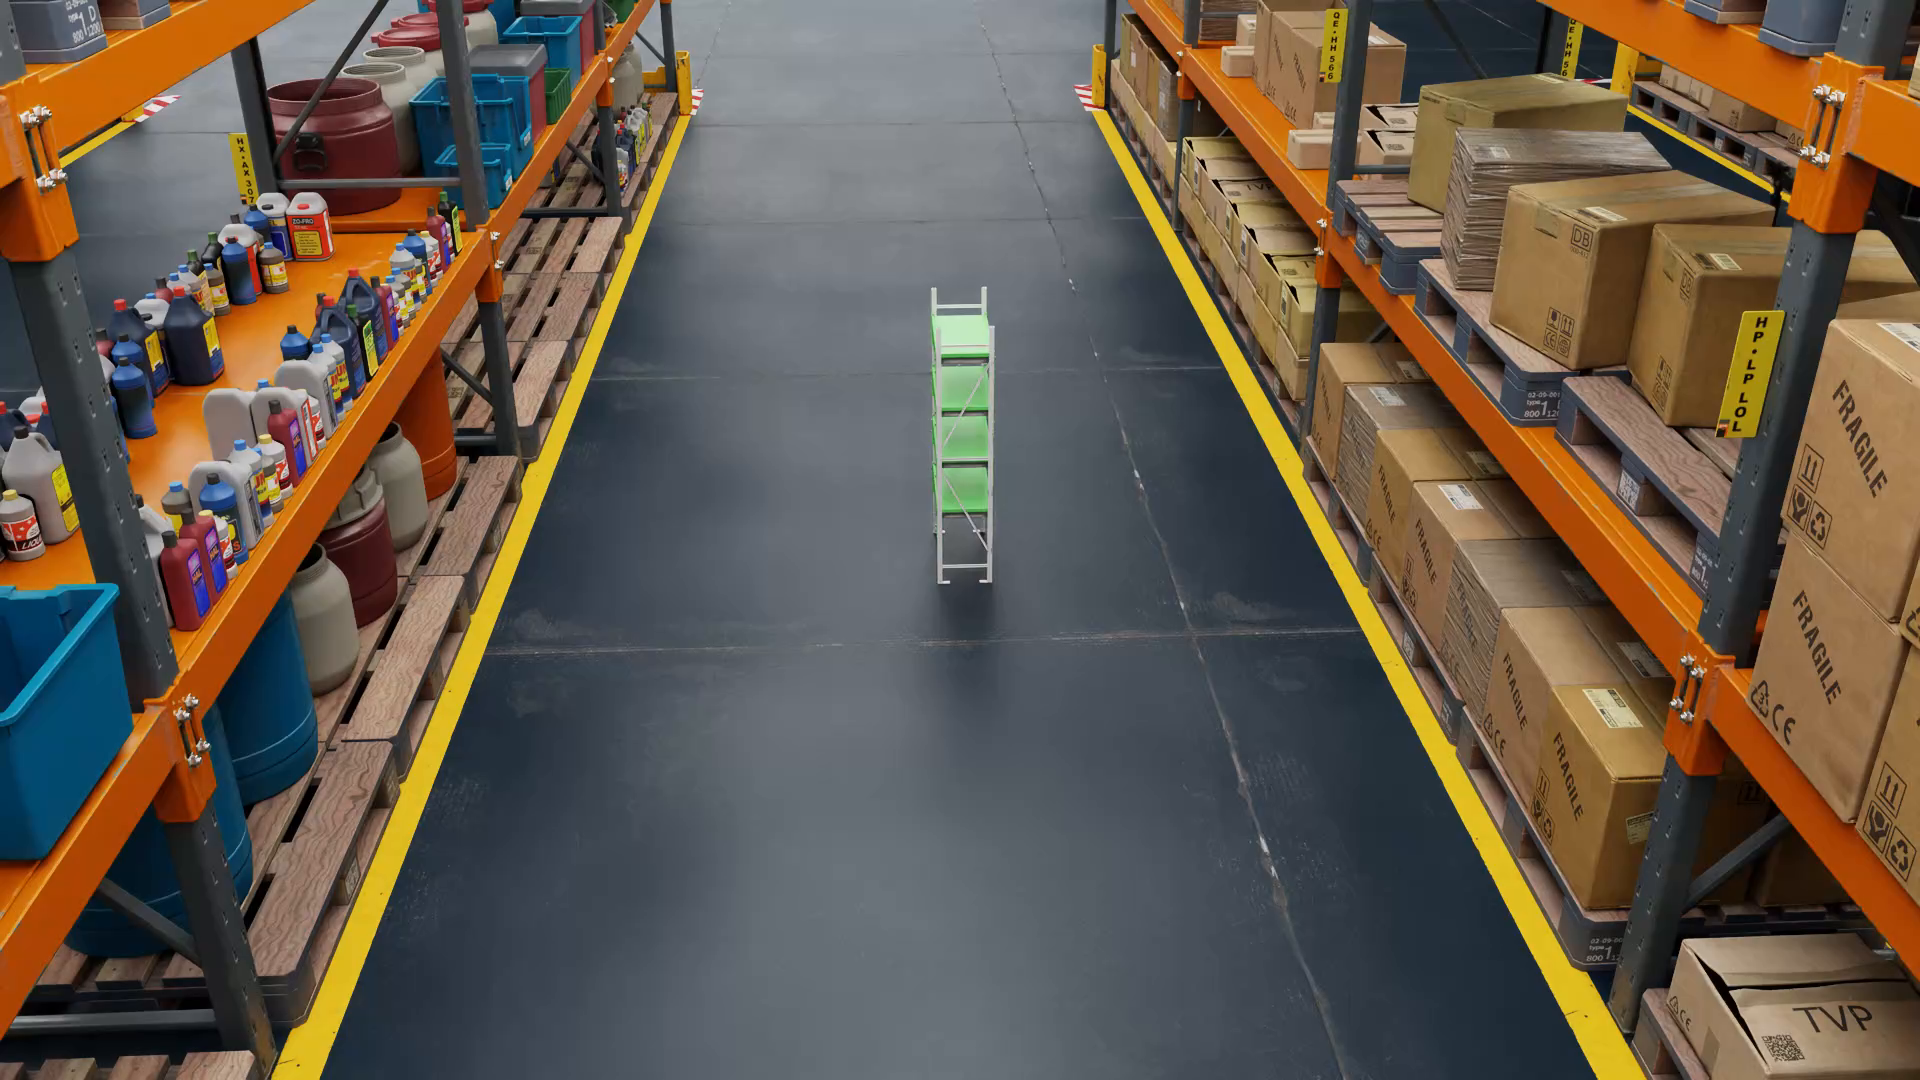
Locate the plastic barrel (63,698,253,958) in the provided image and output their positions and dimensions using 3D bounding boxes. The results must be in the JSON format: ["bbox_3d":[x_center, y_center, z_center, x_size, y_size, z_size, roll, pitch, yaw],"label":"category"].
[{"bbox_3d":[-2.497,0.711,4.958,0.600,0.901,0.708,-1,28,-3],"label":"plastic barrel"}]

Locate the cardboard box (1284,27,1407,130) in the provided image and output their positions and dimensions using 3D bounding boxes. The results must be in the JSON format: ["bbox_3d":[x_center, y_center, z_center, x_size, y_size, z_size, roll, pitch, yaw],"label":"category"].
[{"bbox_3d":[2.148,-2.565,9.317,0.500,0.500,0.500,-3,28,-5],"label":"cardboard box"}]

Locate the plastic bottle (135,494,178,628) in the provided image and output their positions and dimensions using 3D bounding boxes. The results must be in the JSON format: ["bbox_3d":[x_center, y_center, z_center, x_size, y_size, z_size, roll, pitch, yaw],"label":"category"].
[{"bbox_3d":[-2.183,0.051,4.461,0.144,0.351,0.185,-1,28,-3],"label":"plastic bottle"}]

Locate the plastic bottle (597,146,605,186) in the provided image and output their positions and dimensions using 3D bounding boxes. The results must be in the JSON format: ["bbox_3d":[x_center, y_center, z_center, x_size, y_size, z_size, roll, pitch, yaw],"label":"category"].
[{"bbox_3d":[-2.633,-2.770,12.279,0.061,0.283,0.133,-1,28,-3],"label":"plastic bottle"}]

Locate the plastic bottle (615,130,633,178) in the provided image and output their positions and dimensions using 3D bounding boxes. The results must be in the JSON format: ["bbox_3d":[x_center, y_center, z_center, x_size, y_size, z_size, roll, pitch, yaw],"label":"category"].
[{"bbox_3d":[-2.531,-2.879,12.415,0.144,0.351,0.185,-1,28,-1],"label":"plastic bottle"}]

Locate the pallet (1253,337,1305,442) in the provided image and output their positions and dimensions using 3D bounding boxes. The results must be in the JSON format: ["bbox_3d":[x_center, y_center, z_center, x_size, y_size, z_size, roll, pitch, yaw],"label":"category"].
[{"bbox_3d":[2.248,-0.891,9.230,1.003,0.211,1.213,-1,28,-3],"label":"pallet"}]

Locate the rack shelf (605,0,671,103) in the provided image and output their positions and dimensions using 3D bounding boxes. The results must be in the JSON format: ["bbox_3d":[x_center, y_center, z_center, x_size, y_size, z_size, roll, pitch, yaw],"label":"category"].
[{"bbox_3d":[-3.008,-4.080,13.108,1.077,0.370,4.000,-1,28,-3],"label":"rack shelf"}]

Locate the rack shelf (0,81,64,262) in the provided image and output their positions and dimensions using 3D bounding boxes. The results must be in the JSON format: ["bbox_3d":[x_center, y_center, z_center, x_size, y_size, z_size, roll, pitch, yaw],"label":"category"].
[{"bbox_3d":[-2.382,0.131,1.789,1.077,0.370,4.000,-1,28,-3],"label":"rack shelf"}]

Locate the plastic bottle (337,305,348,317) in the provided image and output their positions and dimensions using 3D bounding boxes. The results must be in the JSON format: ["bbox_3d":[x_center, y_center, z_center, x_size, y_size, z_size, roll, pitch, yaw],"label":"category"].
[{"bbox_3d":[-2.232,-0.724,6.021,0.061,0.283,0.133,-1,28,-3],"label":"plastic bottle"}]

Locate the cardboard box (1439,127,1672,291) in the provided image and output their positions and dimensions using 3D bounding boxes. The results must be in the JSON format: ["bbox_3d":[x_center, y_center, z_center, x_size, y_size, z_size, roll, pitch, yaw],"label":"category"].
[{"bbox_3d":[2.254,-1.262,6.364,0.700,0.500,0.500,4,28,7],"label":"cardboard box"}]

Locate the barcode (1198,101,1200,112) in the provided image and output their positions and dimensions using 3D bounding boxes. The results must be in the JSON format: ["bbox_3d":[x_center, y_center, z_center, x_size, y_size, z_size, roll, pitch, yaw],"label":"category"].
[{"bbox_3d":[1.641,-2.978,11.406,0.001,0.075,0.075,-1,28,-3],"label":"barcode"}]

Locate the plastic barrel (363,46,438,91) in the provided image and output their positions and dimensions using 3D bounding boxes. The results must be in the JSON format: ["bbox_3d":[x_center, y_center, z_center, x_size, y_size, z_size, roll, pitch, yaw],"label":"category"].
[{"bbox_3d":[-2.984,-2.343,8.877,0.421,0.512,0.421,0,28,0],"label":"plastic barrel"}]

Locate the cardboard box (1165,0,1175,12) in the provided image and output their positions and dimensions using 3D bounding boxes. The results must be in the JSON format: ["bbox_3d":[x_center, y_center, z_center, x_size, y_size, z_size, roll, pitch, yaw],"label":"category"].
[{"bbox_3d":[1.957,-4.318,12.677,0.700,0.500,0.500,-1,28,-2],"label":"cardboard box"}]

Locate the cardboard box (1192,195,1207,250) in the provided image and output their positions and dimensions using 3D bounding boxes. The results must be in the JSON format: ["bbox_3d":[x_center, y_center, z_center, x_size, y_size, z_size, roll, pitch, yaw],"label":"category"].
[{"bbox_3d":[1.842,-2.132,11.114,0.500,0.250,0.500,-1,28,-1],"label":"cardboard box"}]

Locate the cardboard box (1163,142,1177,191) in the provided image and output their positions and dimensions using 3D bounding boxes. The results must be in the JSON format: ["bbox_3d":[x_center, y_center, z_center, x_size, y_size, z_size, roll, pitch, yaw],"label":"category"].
[{"bbox_3d":[1.801,-2.770,12.336,0.500,0.250,0.500,-1,28,-3],"label":"cardboard box"}]

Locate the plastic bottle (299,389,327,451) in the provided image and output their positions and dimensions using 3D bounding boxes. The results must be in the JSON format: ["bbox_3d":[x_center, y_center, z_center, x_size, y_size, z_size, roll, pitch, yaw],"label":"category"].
[{"bbox_3d":[-2.157,-0.398,5.484,0.097,0.201,0.097,0,28,0],"label":"plastic bottle"}]

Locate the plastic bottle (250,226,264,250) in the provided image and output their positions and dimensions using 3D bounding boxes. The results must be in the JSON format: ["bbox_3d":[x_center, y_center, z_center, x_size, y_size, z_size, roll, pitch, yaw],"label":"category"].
[{"bbox_3d":[-3.011,-1.234,7.087,0.097,0.201,0.097,0,28,0],"label":"plastic bottle"}]

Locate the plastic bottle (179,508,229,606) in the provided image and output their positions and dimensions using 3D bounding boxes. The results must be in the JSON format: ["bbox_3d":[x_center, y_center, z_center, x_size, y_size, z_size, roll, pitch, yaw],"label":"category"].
[{"bbox_3d":[-2.086,0.029,4.577,0.061,0.283,0.133,-1,28,-3],"label":"plastic bottle"}]

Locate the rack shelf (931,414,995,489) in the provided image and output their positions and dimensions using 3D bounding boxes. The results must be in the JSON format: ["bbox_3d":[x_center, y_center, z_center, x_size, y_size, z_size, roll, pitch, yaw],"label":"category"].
[{"bbox_3d":[0.009,-0.399,7.356,0.258,0.148,0.480,-1,28,-3],"label":"rack shelf"}]

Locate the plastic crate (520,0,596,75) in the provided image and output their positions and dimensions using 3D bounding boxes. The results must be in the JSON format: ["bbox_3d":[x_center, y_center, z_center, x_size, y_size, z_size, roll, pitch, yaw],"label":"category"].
[{"bbox_3d":[-2.573,-3.288,10.741,0.402,0.464,0.583,-1,28,-3],"label":"plastic crate"}]

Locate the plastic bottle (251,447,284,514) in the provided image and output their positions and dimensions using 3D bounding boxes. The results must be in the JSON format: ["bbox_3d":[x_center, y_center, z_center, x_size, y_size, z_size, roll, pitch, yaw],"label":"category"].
[{"bbox_3d":[-2.133,-0.184,5.075,0.097,0.201,0.097,0,28,0],"label":"plastic bottle"}]

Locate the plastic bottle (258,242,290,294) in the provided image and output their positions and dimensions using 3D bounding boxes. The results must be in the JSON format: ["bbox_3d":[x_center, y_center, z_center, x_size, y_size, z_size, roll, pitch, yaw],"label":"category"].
[{"bbox_3d":[-2.847,-1.131,6.889,0.097,0.201,0.097,0,28,0],"label":"plastic bottle"}]

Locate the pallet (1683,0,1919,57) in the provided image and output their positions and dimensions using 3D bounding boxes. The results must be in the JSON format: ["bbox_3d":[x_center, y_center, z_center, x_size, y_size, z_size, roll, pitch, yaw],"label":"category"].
[{"bbox_3d":[2.497,-1.449,4.244,1.213,0.211,1.003,-1,28,-3],"label":"pallet"}]

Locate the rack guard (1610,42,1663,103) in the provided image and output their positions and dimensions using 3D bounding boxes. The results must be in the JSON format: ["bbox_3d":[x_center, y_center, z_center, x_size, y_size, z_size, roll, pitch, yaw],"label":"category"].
[{"bbox_3d":[6.785,-4.419,15.682,1.175,0.500,0.348,-1,28,-3],"label":"rack guard"}]

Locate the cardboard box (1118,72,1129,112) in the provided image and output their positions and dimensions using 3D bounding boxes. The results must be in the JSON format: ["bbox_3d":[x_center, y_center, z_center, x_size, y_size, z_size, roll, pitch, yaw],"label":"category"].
[{"bbox_3d":[1.670,-3.924,14.549,0.500,0.250,0.500,-1,28,-3],"label":"cardboard box"}]

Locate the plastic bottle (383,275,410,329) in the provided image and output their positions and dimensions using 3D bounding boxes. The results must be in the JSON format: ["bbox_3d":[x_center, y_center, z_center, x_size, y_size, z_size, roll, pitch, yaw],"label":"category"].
[{"bbox_3d":[-2.217,-0.934,6.512,0.097,0.201,0.097,0,28,0],"label":"plastic bottle"}]

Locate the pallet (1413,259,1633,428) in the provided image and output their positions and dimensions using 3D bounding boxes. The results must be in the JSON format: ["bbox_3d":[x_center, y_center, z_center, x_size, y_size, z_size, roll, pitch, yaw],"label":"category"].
[{"bbox_3d":[2.358,-0.763,6.178,1.003,0.211,1.213,-1,28,-3],"label":"pallet"}]

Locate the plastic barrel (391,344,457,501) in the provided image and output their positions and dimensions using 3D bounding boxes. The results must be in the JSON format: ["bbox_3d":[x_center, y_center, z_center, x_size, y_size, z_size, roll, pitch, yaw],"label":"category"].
[{"bbox_3d":[-2.652,-0.627,7.601,0.600,0.830,0.708,-1,28,-3],"label":"plastic barrel"}]

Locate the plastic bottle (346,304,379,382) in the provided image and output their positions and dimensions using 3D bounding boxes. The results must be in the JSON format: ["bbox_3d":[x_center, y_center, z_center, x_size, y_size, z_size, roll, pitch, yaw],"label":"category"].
[{"bbox_3d":[-2.171,-0.726,6.024,0.061,0.283,0.133,-1,28,-3],"label":"plastic bottle"}]

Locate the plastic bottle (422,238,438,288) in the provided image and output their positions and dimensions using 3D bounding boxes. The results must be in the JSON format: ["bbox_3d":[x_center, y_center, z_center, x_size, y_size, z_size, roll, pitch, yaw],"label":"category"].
[{"bbox_3d":[-2.243,-1.159,6.943,0.097,0.201,0.097,0,28,0],"label":"plastic bottle"}]

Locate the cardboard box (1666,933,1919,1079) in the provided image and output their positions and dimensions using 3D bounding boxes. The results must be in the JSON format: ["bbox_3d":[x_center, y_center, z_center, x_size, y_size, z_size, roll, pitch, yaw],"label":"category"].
[{"bbox_3d":[2.267,1.297,4.451,0.500,0.311,0.500,-1,28,-3],"label":"cardboard box"}]

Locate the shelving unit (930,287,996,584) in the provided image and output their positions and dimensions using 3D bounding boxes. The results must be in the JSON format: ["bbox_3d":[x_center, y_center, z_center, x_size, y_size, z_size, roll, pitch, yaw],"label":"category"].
[{"bbox_3d":[0.009,-0.456,7.326,0.258,1.200,0.503,-1,28,-3],"label":"shelving unit"}]

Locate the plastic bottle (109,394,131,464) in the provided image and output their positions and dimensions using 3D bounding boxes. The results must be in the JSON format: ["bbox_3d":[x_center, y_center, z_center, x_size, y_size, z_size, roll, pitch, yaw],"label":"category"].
[{"bbox_3d":[-2.758,-0.374,5.362,0.097,0.271,0.097,0,28,0],"label":"plastic bottle"}]

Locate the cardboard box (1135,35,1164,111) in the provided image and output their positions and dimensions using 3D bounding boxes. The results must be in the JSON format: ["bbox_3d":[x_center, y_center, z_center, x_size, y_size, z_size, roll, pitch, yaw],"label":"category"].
[{"bbox_3d":[1.716,-3.795,13.490,0.500,0.500,0.500,-1,28,-3],"label":"cardboard box"}]

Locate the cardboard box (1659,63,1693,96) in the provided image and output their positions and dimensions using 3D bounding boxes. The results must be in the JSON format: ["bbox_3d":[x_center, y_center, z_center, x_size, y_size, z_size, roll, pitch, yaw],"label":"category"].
[{"bbox_3d":[6.727,-4.244,15.074,0.500,0.311,0.500,-4,28,-8],"label":"cardboard box"}]

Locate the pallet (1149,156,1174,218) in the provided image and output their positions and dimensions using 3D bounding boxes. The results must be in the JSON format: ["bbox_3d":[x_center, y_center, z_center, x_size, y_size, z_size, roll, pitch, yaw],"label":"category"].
[{"bbox_3d":[2.043,-2.726,12.748,1.003,0.211,1.213,-1,28,-3],"label":"pallet"}]

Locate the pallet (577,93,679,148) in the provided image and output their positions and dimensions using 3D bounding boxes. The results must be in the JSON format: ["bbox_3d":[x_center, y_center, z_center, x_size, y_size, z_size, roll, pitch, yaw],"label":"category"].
[{"bbox_3d":[-3.025,-3.677,14.573,1.003,0.211,1.213,-1,28,-3],"label":"pallet"}]

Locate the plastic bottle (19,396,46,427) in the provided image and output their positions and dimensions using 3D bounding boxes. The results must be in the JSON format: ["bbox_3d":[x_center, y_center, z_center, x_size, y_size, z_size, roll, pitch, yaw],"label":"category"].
[{"bbox_3d":[-2.875,-0.302,5.220,0.152,0.276,0.135,-1,28,-3],"label":"plastic bottle"}]

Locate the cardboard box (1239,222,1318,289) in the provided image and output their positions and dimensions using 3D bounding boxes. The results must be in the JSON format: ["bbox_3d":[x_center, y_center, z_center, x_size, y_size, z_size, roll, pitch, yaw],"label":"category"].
[{"bbox_3d":[1.921,-1.671,9.623,0.500,0.311,0.500,-2,28,-3],"label":"cardboard box"}]

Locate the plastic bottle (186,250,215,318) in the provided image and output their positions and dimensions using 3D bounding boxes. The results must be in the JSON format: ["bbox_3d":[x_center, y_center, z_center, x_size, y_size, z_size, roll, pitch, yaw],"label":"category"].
[{"bbox_3d":[-2.997,-0.986,6.523,0.061,0.283,0.133,-1,28,-3],"label":"plastic bottle"}]

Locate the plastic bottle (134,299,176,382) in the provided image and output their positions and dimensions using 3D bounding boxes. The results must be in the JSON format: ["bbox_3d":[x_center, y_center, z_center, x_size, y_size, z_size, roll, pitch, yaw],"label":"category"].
[{"bbox_3d":[-2.923,-0.725,6.032,0.152,0.276,0.135,-1,28,-3],"label":"plastic bottle"}]

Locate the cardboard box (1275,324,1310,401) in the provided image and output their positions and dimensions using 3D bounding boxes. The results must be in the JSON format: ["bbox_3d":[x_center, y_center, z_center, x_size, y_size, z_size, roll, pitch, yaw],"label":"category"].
[{"bbox_3d":[1.981,-0.951,8.848,0.500,0.250,0.500,-1,28,-1],"label":"cardboard box"}]

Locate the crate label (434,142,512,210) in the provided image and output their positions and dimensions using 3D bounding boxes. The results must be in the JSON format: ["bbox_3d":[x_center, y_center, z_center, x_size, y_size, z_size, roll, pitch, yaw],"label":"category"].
[{"bbox_3d":[-2.343,-1.758,8.058,0.303,0.233,0.416,-1,28,-3],"label":"crate label"}]

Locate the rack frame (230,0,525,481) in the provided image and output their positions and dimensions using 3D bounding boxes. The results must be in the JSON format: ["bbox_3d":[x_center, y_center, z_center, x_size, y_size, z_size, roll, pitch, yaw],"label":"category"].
[{"bbox_3d":[-2.695,-1.629,7.629,1.000,3.000,0.127,-1,28,-3],"label":"rack frame"}]

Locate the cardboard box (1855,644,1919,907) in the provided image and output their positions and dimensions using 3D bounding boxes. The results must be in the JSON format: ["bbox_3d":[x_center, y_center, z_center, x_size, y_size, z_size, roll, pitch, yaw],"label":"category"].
[{"bbox_3d":[2.245,0.535,3.373,0.500,0.500,0.500,-1,28,-2],"label":"cardboard box"}]

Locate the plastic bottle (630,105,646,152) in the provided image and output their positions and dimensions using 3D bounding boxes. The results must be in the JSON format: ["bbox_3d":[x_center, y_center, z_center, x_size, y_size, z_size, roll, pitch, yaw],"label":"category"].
[{"bbox_3d":[-2.573,-3.249,13.124,0.144,0.351,0.185,0,28,-1],"label":"plastic bottle"}]

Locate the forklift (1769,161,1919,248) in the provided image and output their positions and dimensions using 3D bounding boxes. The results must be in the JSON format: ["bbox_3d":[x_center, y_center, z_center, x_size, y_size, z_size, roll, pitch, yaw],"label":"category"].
[{"bbox_3d":[4.659,-1.859,8.145,1.130,2.935,3.031,4,28,7],"label":"forklift"}]

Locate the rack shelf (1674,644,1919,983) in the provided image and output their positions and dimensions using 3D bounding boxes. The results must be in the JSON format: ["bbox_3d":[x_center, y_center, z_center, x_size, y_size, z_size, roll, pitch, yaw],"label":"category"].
[{"bbox_3d":[2.565,1.343,2.709,1.077,0.370,4.000,-1,28,-3],"label":"rack shelf"}]

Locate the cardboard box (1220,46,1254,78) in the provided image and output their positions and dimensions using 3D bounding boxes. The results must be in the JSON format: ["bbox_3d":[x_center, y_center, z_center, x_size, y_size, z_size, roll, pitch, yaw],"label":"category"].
[{"bbox_3d":[1.885,-3.068,10.661,0.380,0.149,0.250,-1,28,-3],"label":"cardboard box"}]

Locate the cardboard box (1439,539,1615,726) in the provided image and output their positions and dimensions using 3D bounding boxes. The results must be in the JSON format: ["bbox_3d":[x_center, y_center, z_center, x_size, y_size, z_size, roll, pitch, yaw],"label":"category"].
[{"bbox_3d":[2.106,0.333,6.095,0.500,0.500,0.500,-1,28,-2],"label":"cardboard box"}]

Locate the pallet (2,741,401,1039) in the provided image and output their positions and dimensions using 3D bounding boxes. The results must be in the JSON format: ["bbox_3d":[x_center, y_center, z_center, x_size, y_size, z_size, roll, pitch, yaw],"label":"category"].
[{"bbox_3d":[-2.485,1.098,5.417,1.003,0.211,1.213,-1,28,-3],"label":"pallet"}]
